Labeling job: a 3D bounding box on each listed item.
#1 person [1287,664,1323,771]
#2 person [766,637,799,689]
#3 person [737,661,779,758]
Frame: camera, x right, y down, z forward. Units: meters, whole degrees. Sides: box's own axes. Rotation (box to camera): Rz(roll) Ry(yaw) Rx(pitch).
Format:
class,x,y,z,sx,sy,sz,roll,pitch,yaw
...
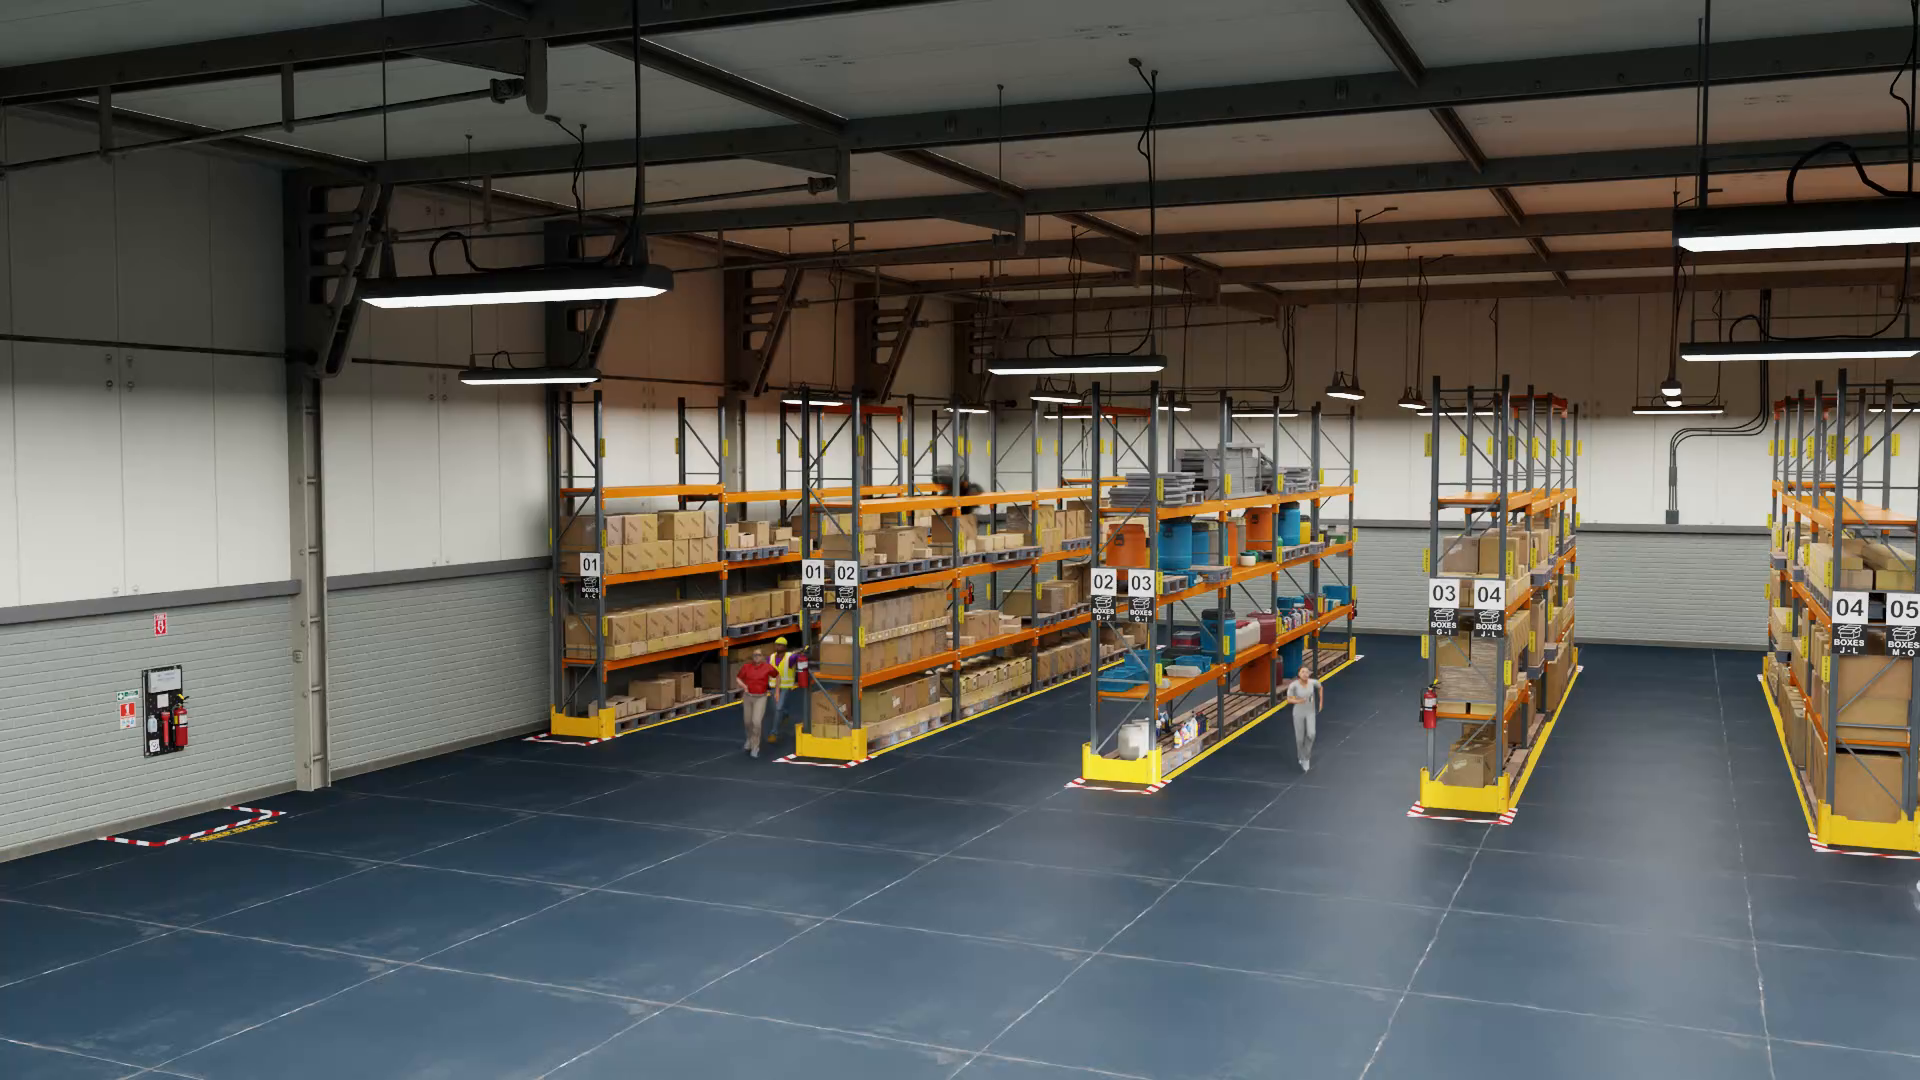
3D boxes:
class,x,y,z,sx,sy,sz,roll,pitch,yaw
person,5.352,2.740,25.805,0.589,1.653,0.797,0,3,3
person,-3.060,2.109,28.608,0.667,0.887,0.459,1,3,24
person,-3.319,2.758,27.228,0.667,1.608,0.803,0,3,8
